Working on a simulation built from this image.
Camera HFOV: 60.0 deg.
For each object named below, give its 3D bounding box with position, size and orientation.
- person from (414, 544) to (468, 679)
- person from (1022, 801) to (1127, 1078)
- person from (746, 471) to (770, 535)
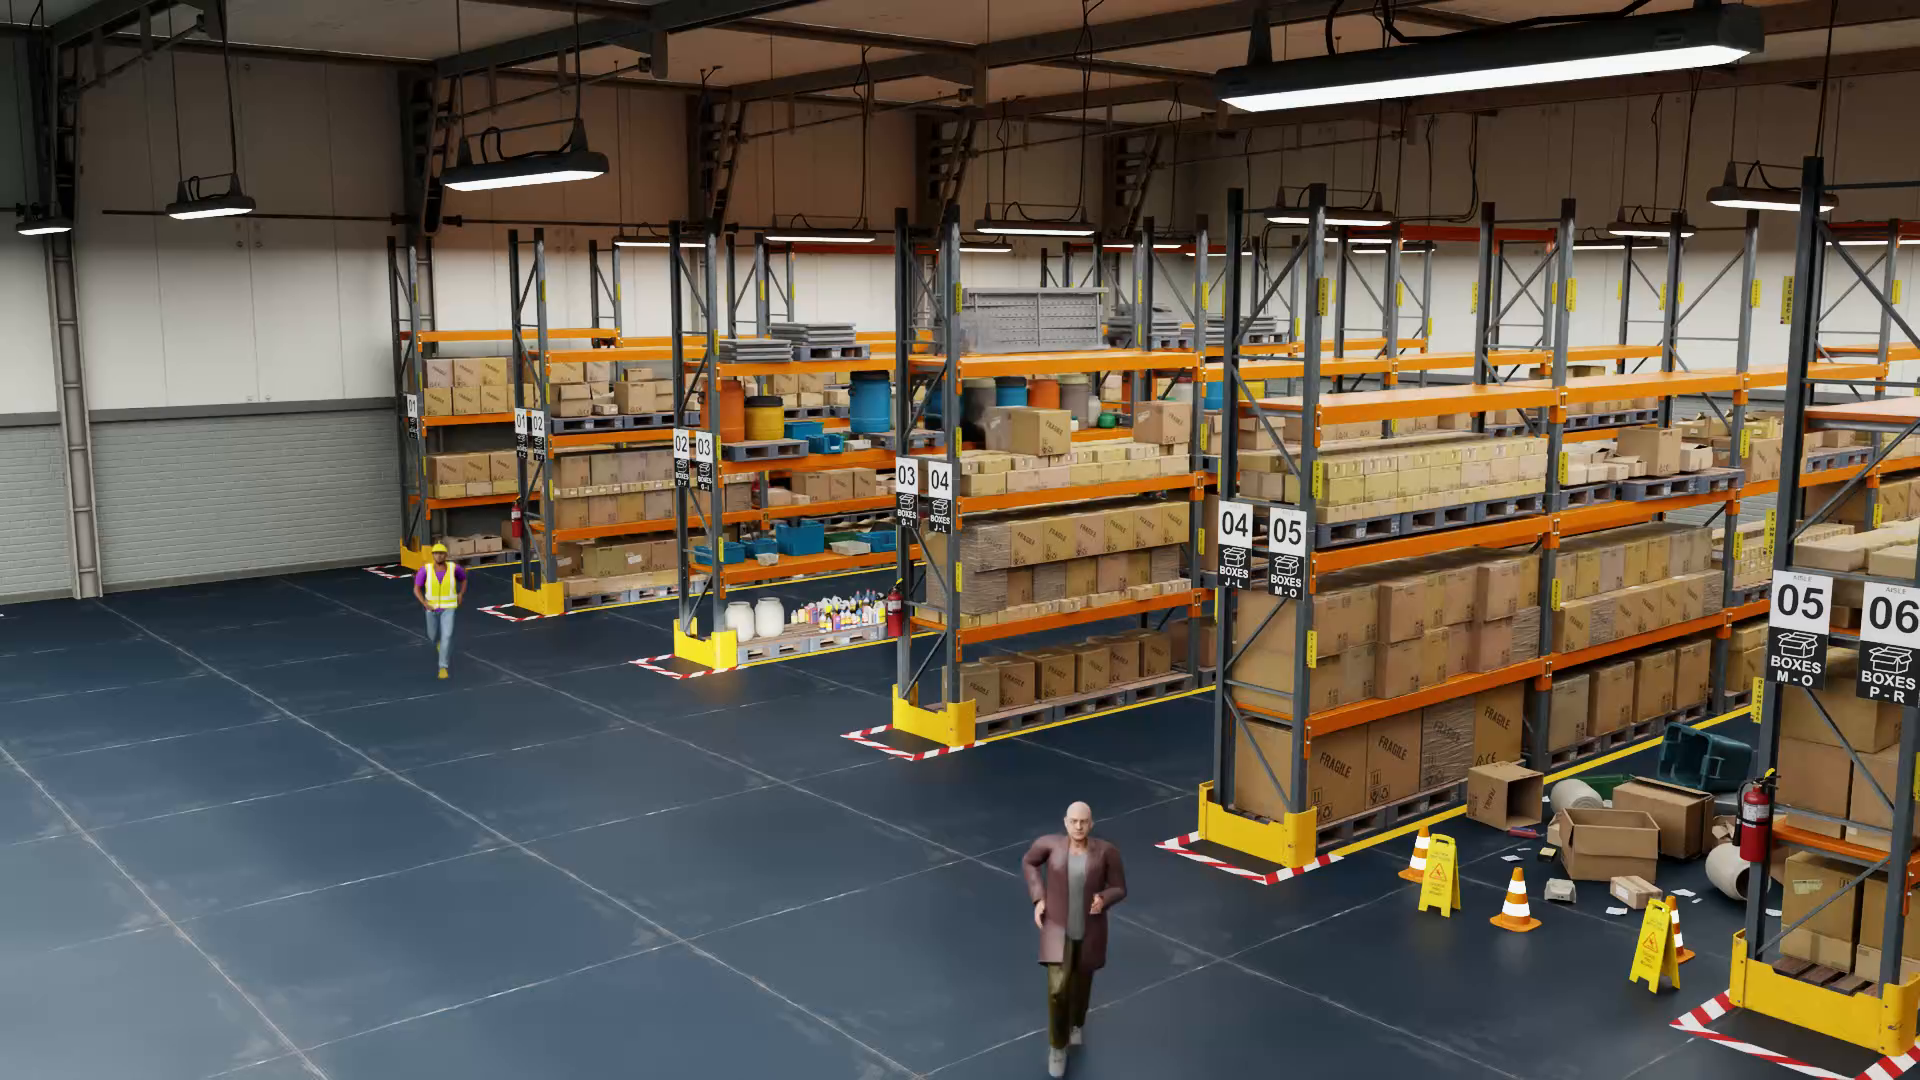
[{"bbox_3d":[-6.963,0.914,22.299,0.676,1.753,1.056,-1,9,-9],"label":"person"},{"bbox_3d":[0.758,2.627,11.024,0.681,1.837,0.829,0,9,0],"label":"person"},{"bbox_3d":[-3.821,-0.451,31.224,0.895,1.699,0.648,-8,12,-42],"label":"person"}]
